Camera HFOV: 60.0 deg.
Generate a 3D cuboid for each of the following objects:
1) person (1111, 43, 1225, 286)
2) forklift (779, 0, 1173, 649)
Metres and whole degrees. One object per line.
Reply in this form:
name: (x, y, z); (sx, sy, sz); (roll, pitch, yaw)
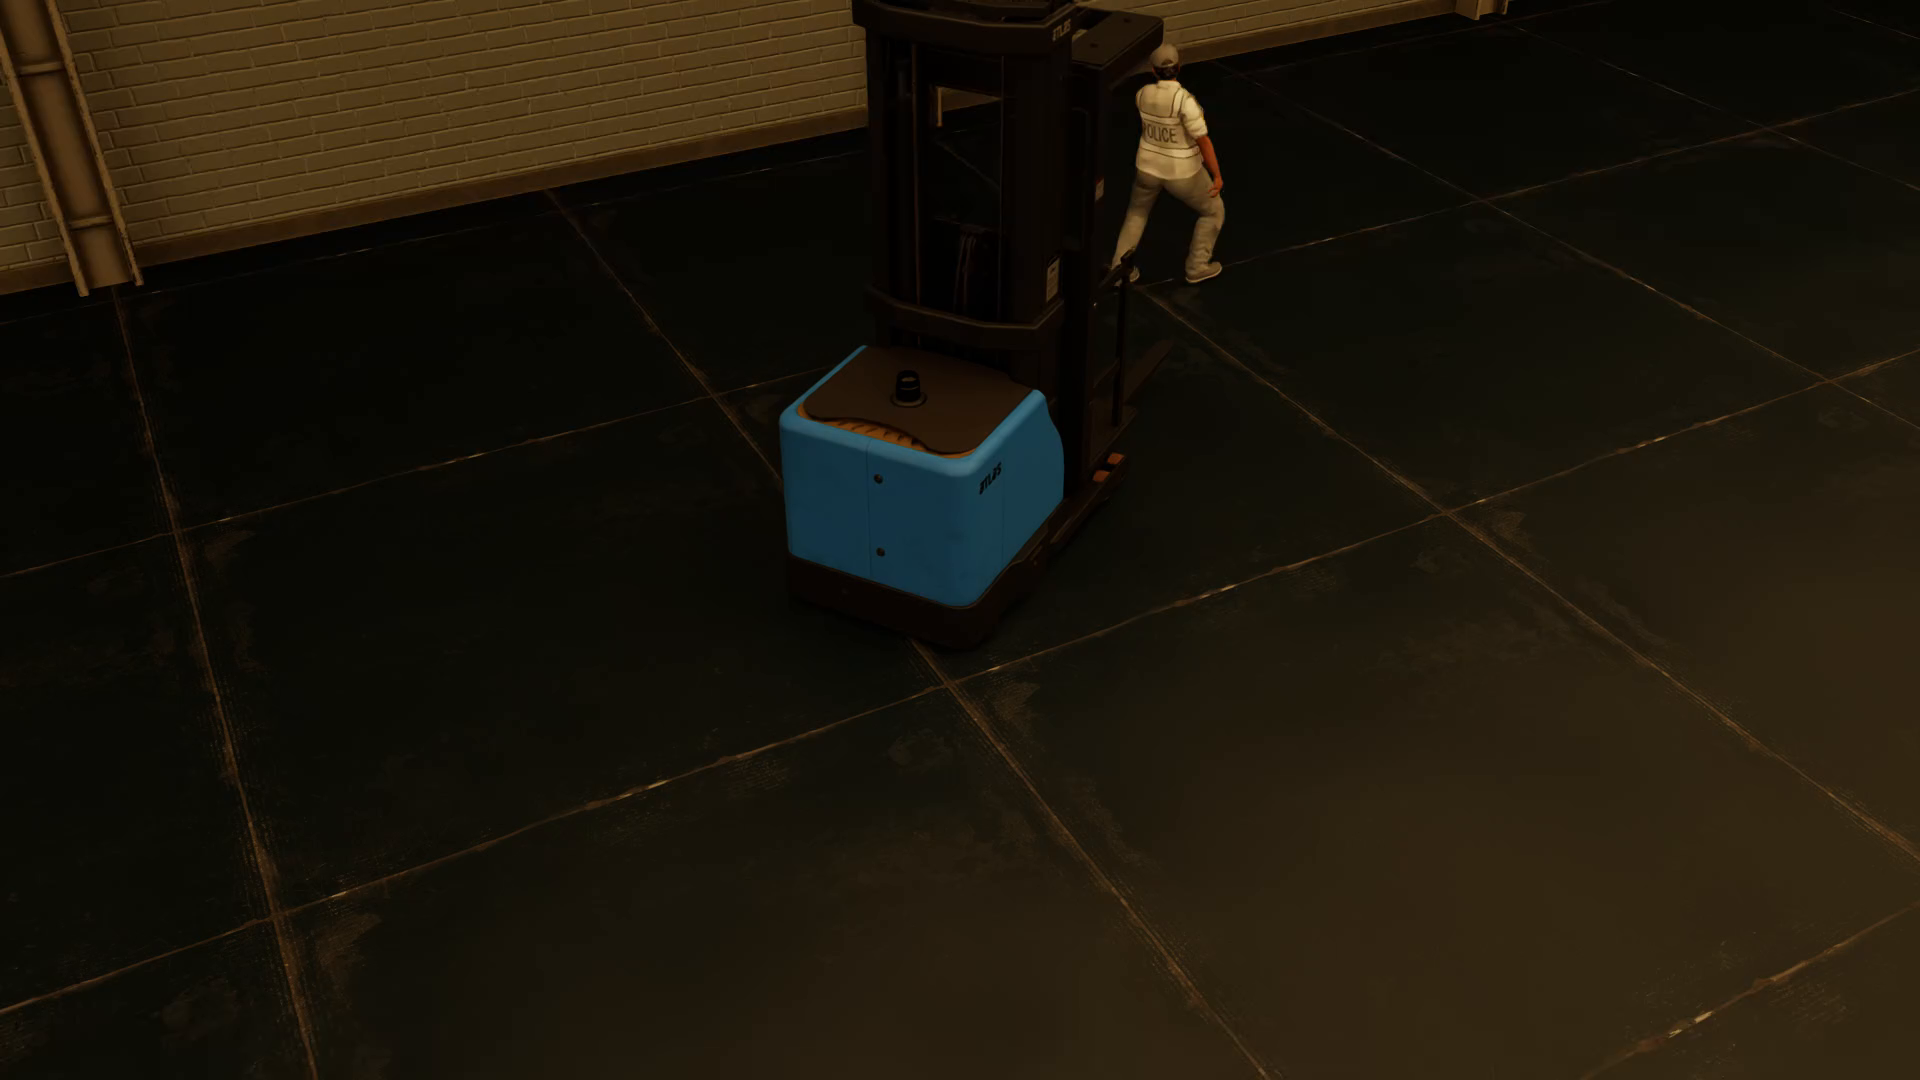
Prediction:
person: (1.418, -2.408, 10.703); (0.654, 1.580, 0.777); (21, 40, 27)
forklift: (0.279, -1.518, 8.271); (1.130, 2.935, 3.031); (17, 39, 22)
